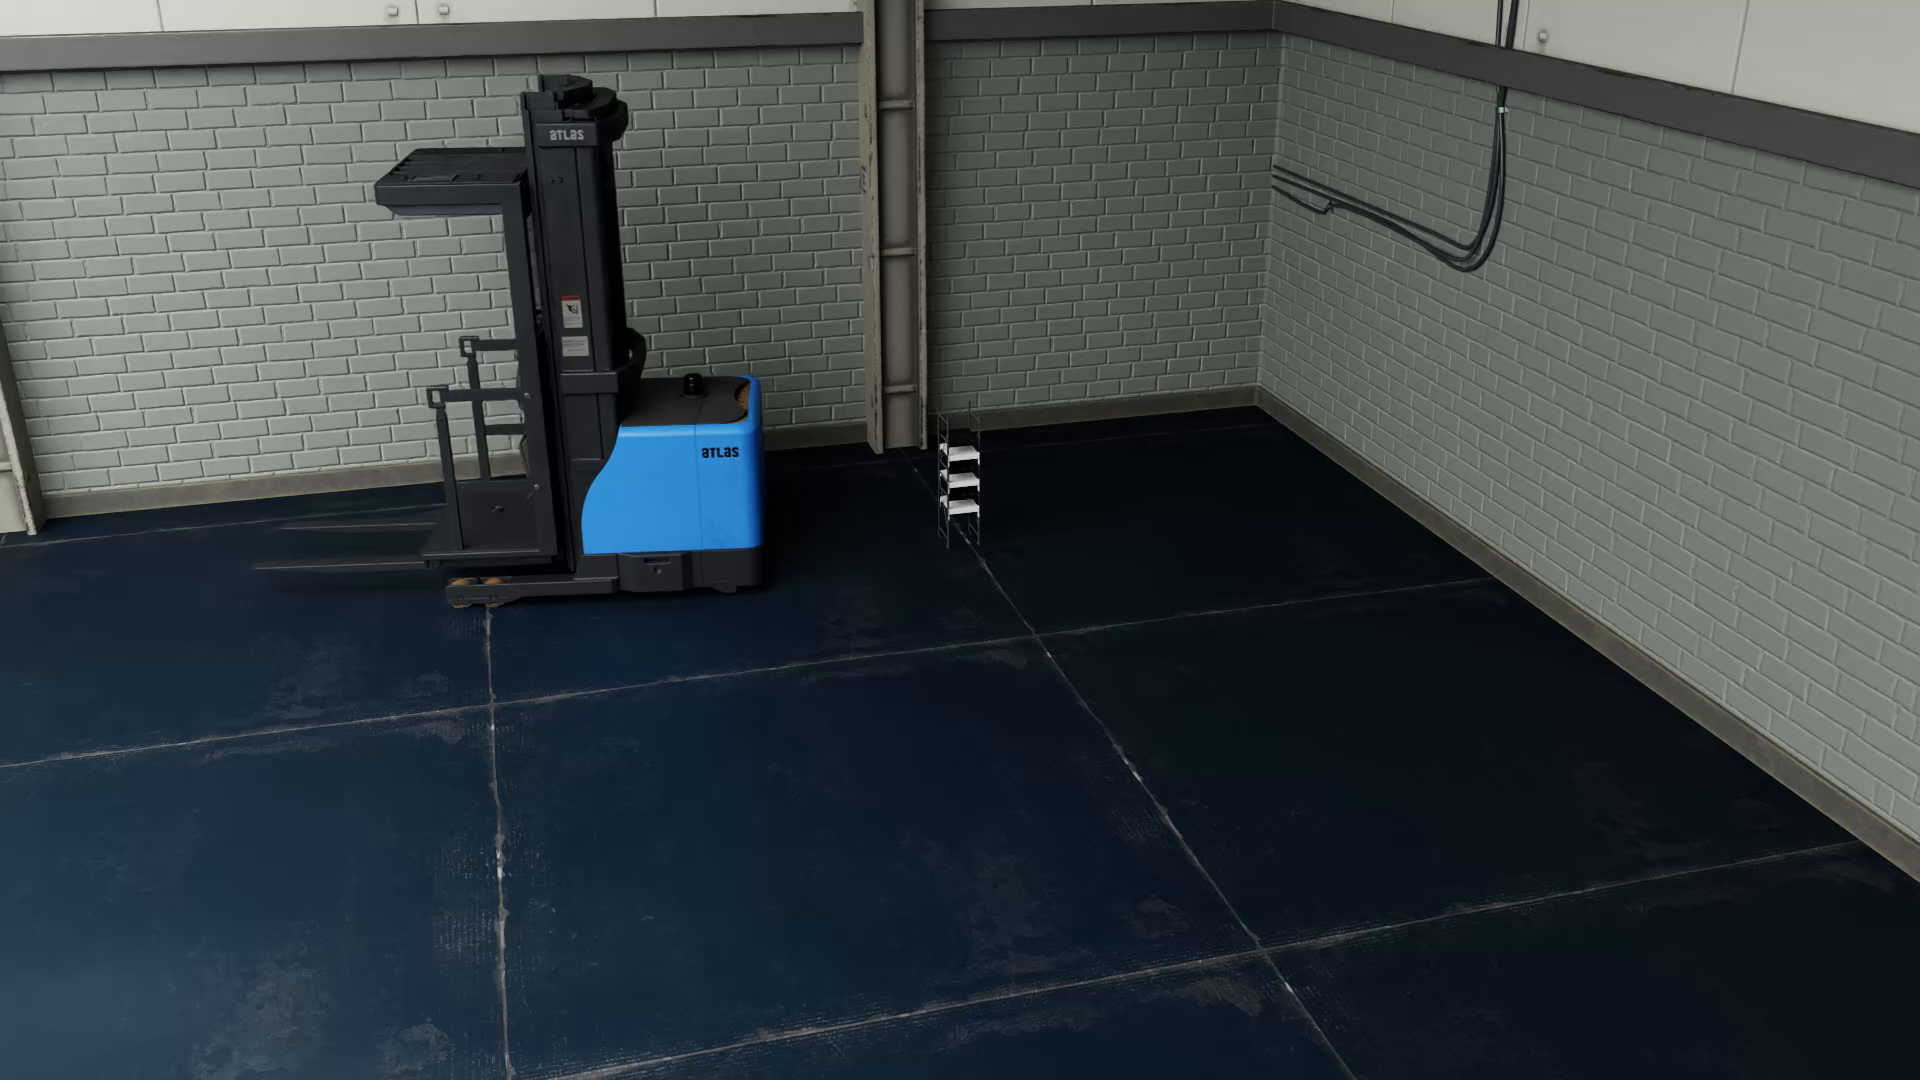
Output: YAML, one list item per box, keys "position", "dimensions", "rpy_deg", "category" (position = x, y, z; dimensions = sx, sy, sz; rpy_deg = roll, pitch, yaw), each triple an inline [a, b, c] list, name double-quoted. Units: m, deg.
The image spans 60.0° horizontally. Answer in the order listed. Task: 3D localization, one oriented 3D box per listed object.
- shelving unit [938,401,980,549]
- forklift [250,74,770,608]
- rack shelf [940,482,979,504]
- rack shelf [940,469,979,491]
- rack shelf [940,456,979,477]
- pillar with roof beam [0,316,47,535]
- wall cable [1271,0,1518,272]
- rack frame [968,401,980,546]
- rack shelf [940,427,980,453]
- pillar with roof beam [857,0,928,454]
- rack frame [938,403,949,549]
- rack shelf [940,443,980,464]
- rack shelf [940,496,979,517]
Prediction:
- position: [-0.008, -0.413, 10.571]
  dimensions: [0.210, 0.900, 0.258]
  rpy_deg: [-6, 24, -14]
  category: "shelving unit"
- position: [-2.707, -1.162, 9.742]
  dimensions: [3.031, 2.935, 1.130]
  rpy_deg: [-2, 23, -5]
  category: "forklift"
- position: [-0.008, -0.299, 10.619]
  dimensions: [0.200, 0.077, 0.258]
  rpy_deg: [-6, 24, -14]
  category: "rack shelf"
- position: [-0.008, -0.382, 10.584]
  dimensions: [0.200, 0.077, 0.258]
  rpy_deg: [-6, 24, -14]
  category: "rack shelf"
- position: [-0.008, -0.465, 10.548]
  dimensions: [0.200, 0.077, 0.258]
  rpy_deg: [-6, 24, -14]
  category: "rack shelf"
- position: [-5.082, -2.576, 5.342]
  dimensions: [0.400, 9.000, 9.100]
  rpy_deg: [-6, 24, -14]
  category: "pillar with roof beam"
- position: [2.725, -3.234, 10.814]
  dimensions: [0.112, 2.526, 3.097]
  rpy_deg: [-6, 24, -14]
  category: "wall cable"
- position: [0.090, -0.424, 10.596]
  dimensions: [0.006, 0.900, 0.240]
  rpy_deg: [-6, 24, -14]
  category: "rack frame"
- position: [-0.008, -0.630, 10.477]
  dimensions: [0.200, 0.077, 0.258]
  rpy_deg: [-6, 24, -14]
  category: "rack shelf"
- position: [0.695, -3.215, 6.831]
  dimensions: [0.400, 9.000, 9.100]
  rpy_deg: [-6, 24, -14]
  category: "pillar with roof beam"
- position: [-0.106, -0.402, 10.545]
  dimensions: [0.006, 0.900, 0.240]
  rpy_deg: [-6, 24, -14]
  category: "rack frame"
- position: [-0.008, -0.547, 10.513]
  dimensions: [0.200, 0.077, 0.258]
  rpy_deg: [-6, 24, -14]
  category: "rack shelf"
- position: [-0.008, -0.217, 10.655]
  dimensions: [0.200, 0.077, 0.258]
  rpy_deg: [-6, 24, -14]
  category: "rack shelf"
